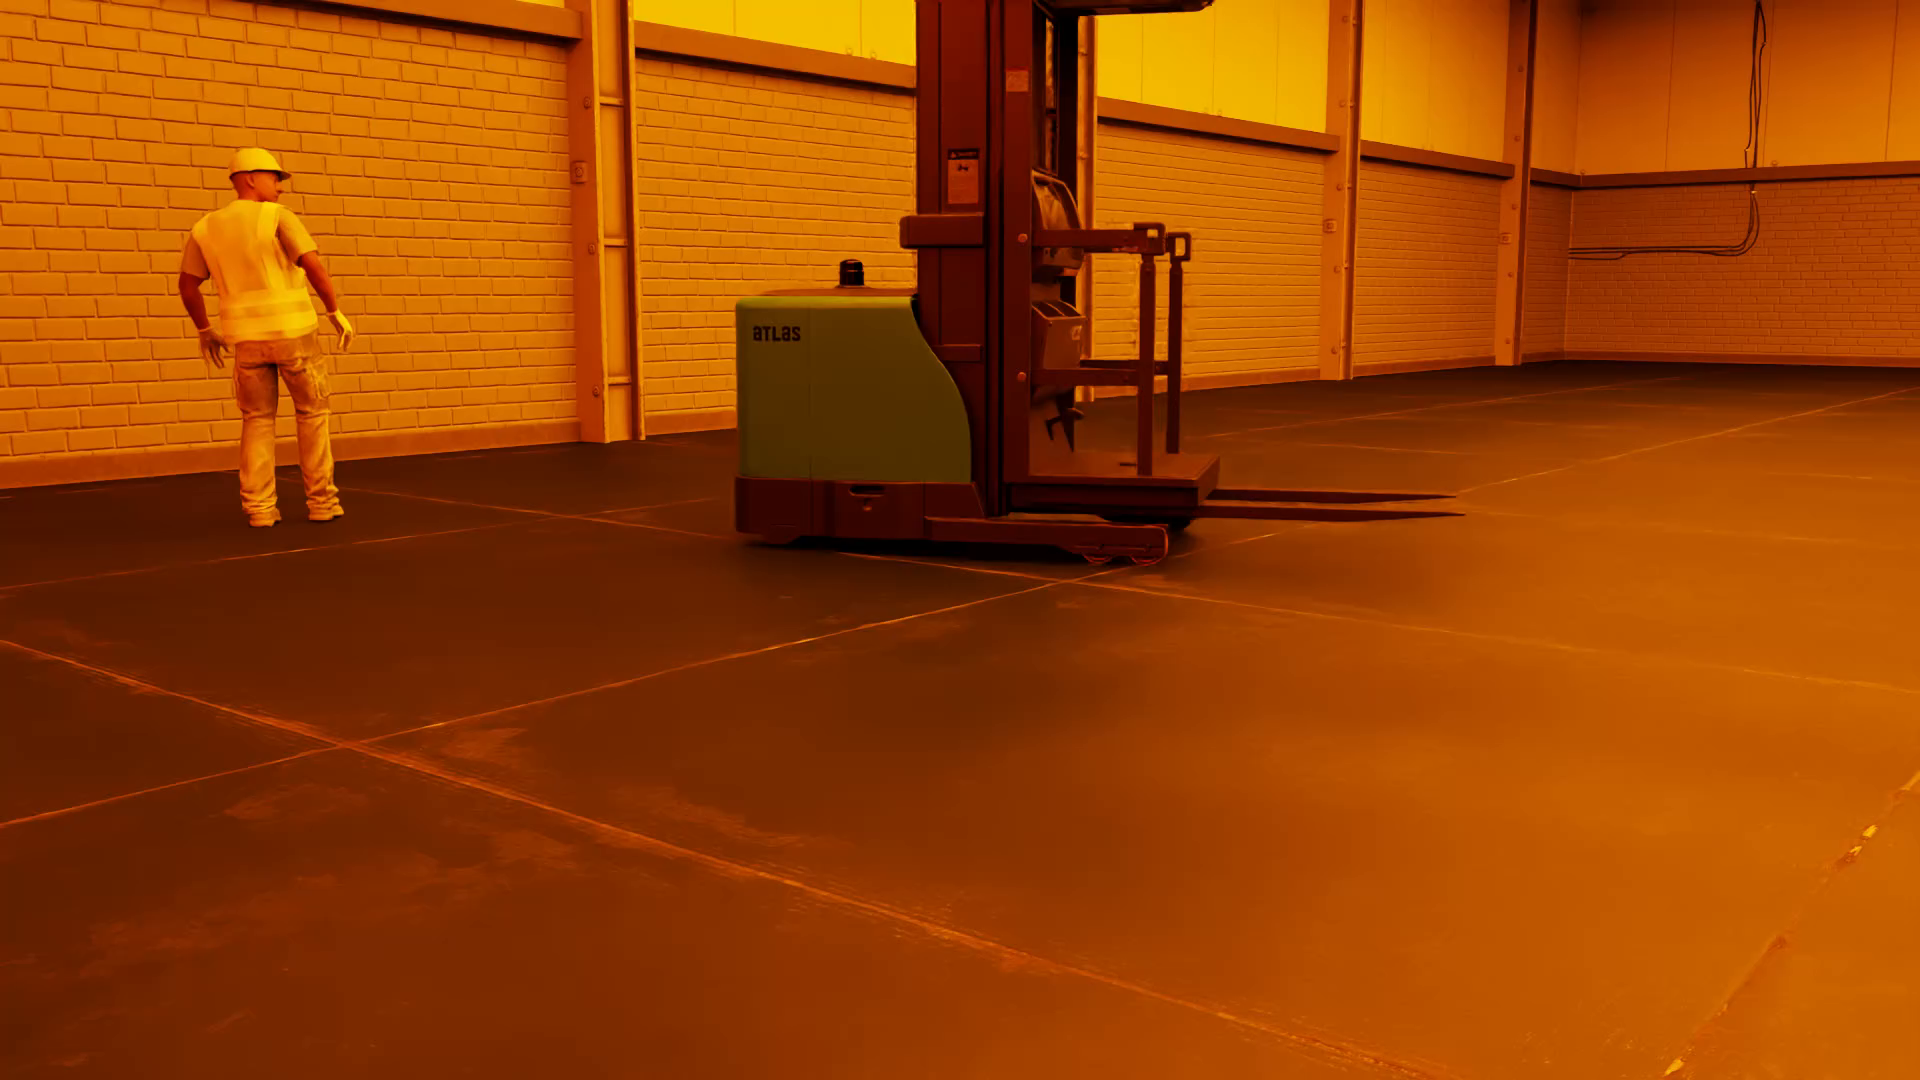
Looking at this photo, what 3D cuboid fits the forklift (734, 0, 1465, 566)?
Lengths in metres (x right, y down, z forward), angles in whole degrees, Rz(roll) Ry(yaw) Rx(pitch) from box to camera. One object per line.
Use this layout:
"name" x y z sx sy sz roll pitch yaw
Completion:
"forklift" 0.603 -1.431 7.062 3.031 2.935 1.130 2 9 14

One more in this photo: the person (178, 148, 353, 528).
"person" -3.256 -0.963 7.904 0.784 1.764 0.518 0 8 1
